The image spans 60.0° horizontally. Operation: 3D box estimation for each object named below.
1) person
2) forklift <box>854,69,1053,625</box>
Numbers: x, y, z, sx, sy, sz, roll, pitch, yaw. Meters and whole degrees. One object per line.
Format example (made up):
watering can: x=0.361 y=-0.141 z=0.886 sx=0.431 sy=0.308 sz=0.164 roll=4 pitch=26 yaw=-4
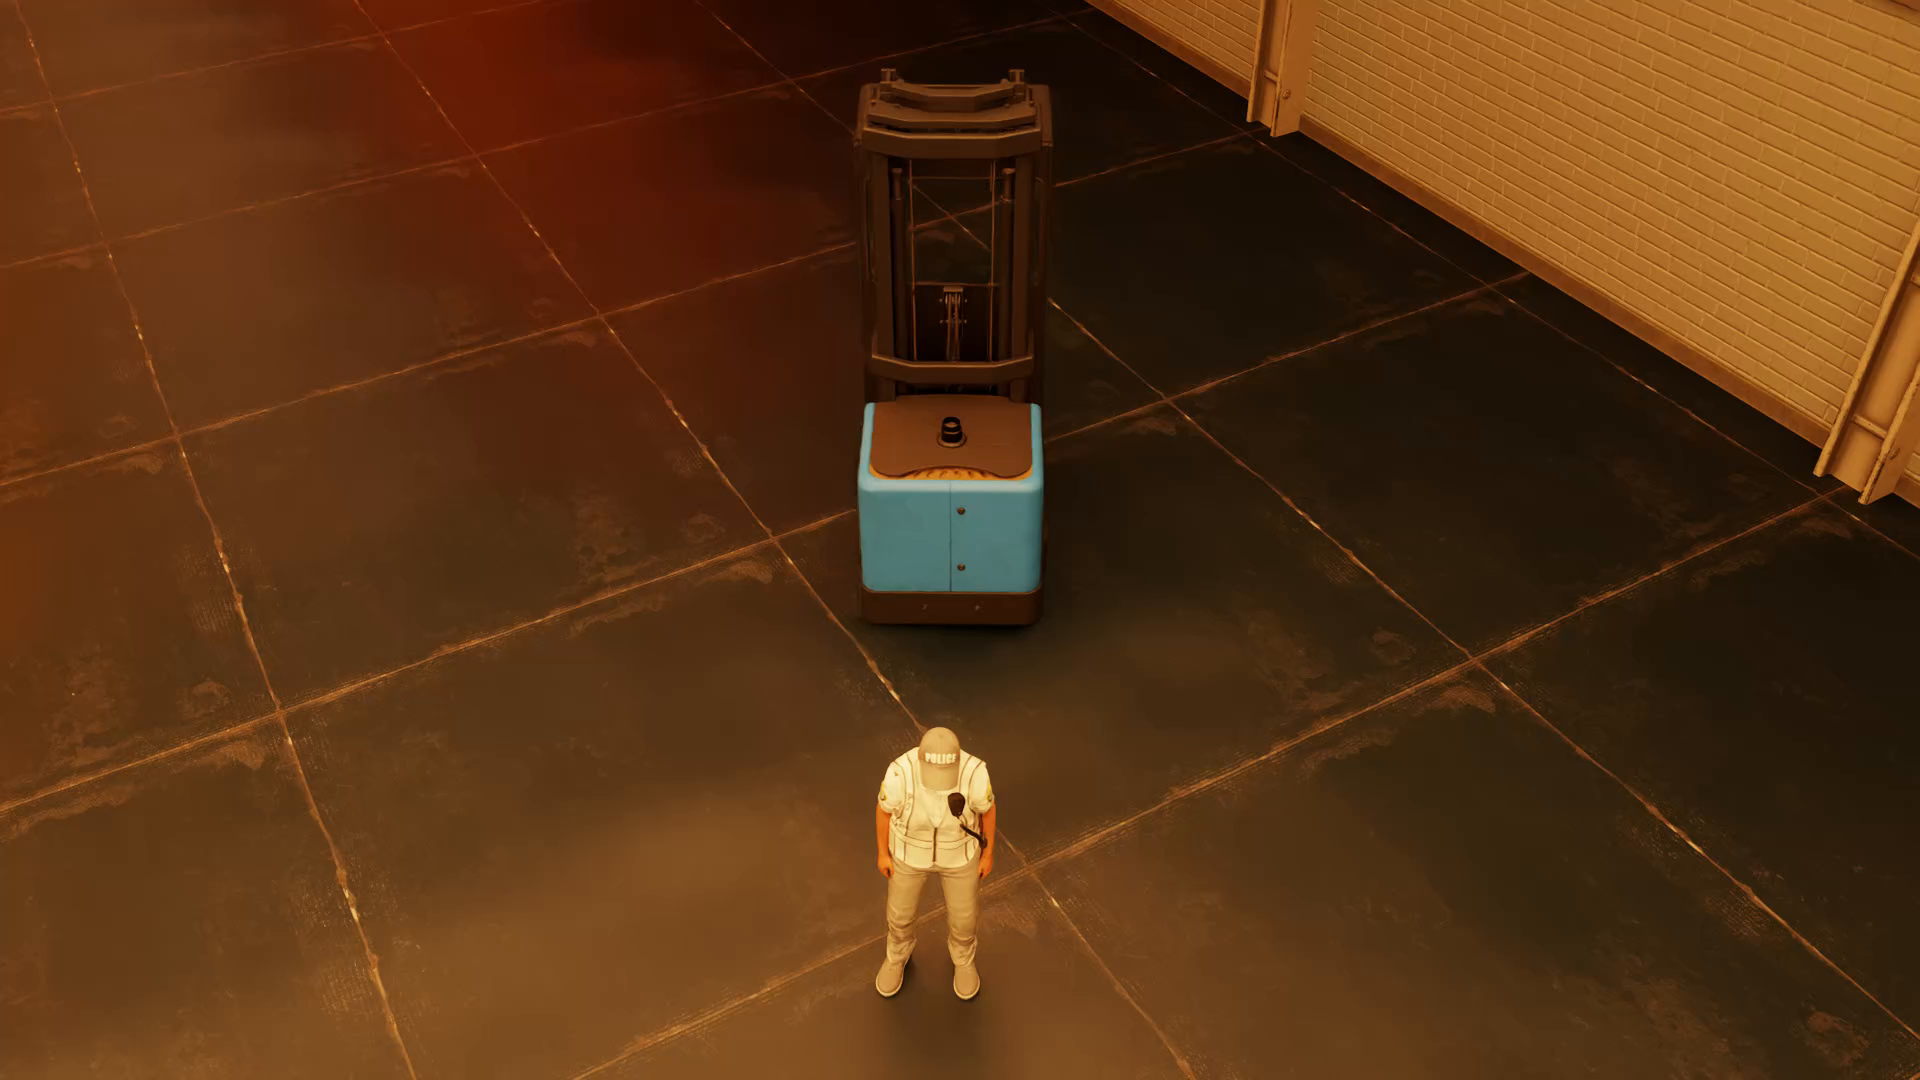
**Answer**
person: x=-0.119 y=1.397 z=7.346 sx=0.550 sy=1.664 sz=0.470 roll=1 pitch=40 yaw=1
forklift: x=-0.034 y=-1.551 z=9.906 sx=1.130 sy=2.935 sz=3.031 roll=0 pitch=40 yaw=1
